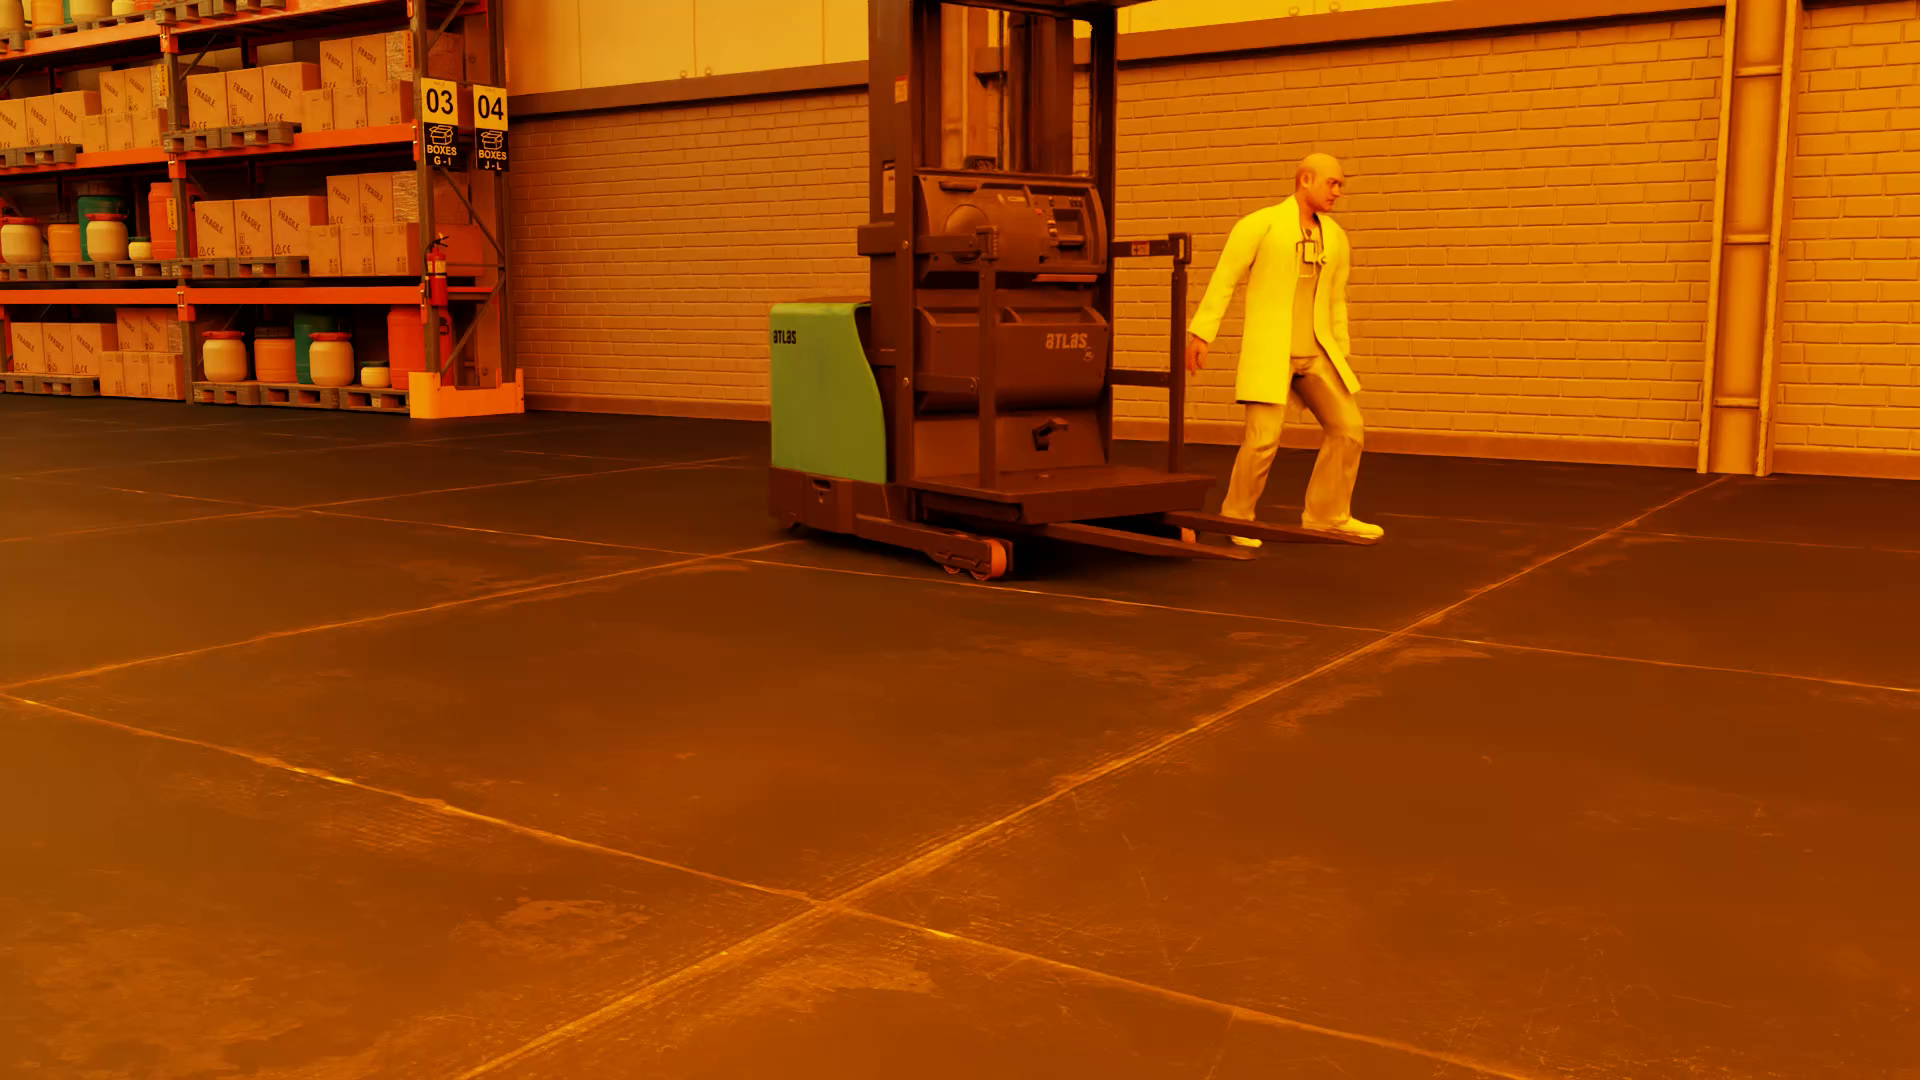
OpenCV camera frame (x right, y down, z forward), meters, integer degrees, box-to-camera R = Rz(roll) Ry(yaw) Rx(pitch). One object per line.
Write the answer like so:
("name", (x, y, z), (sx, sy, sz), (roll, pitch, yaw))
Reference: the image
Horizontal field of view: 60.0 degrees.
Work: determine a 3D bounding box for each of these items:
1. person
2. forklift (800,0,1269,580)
("person", (1.435, -0.858, 7.480), (0.907, 1.747, 0.439), (-3, 9, -23))
("forklift", (0.209, -1.357, 6.733), (1.130, 2.935, 3.031), (-3, 9, -20))
